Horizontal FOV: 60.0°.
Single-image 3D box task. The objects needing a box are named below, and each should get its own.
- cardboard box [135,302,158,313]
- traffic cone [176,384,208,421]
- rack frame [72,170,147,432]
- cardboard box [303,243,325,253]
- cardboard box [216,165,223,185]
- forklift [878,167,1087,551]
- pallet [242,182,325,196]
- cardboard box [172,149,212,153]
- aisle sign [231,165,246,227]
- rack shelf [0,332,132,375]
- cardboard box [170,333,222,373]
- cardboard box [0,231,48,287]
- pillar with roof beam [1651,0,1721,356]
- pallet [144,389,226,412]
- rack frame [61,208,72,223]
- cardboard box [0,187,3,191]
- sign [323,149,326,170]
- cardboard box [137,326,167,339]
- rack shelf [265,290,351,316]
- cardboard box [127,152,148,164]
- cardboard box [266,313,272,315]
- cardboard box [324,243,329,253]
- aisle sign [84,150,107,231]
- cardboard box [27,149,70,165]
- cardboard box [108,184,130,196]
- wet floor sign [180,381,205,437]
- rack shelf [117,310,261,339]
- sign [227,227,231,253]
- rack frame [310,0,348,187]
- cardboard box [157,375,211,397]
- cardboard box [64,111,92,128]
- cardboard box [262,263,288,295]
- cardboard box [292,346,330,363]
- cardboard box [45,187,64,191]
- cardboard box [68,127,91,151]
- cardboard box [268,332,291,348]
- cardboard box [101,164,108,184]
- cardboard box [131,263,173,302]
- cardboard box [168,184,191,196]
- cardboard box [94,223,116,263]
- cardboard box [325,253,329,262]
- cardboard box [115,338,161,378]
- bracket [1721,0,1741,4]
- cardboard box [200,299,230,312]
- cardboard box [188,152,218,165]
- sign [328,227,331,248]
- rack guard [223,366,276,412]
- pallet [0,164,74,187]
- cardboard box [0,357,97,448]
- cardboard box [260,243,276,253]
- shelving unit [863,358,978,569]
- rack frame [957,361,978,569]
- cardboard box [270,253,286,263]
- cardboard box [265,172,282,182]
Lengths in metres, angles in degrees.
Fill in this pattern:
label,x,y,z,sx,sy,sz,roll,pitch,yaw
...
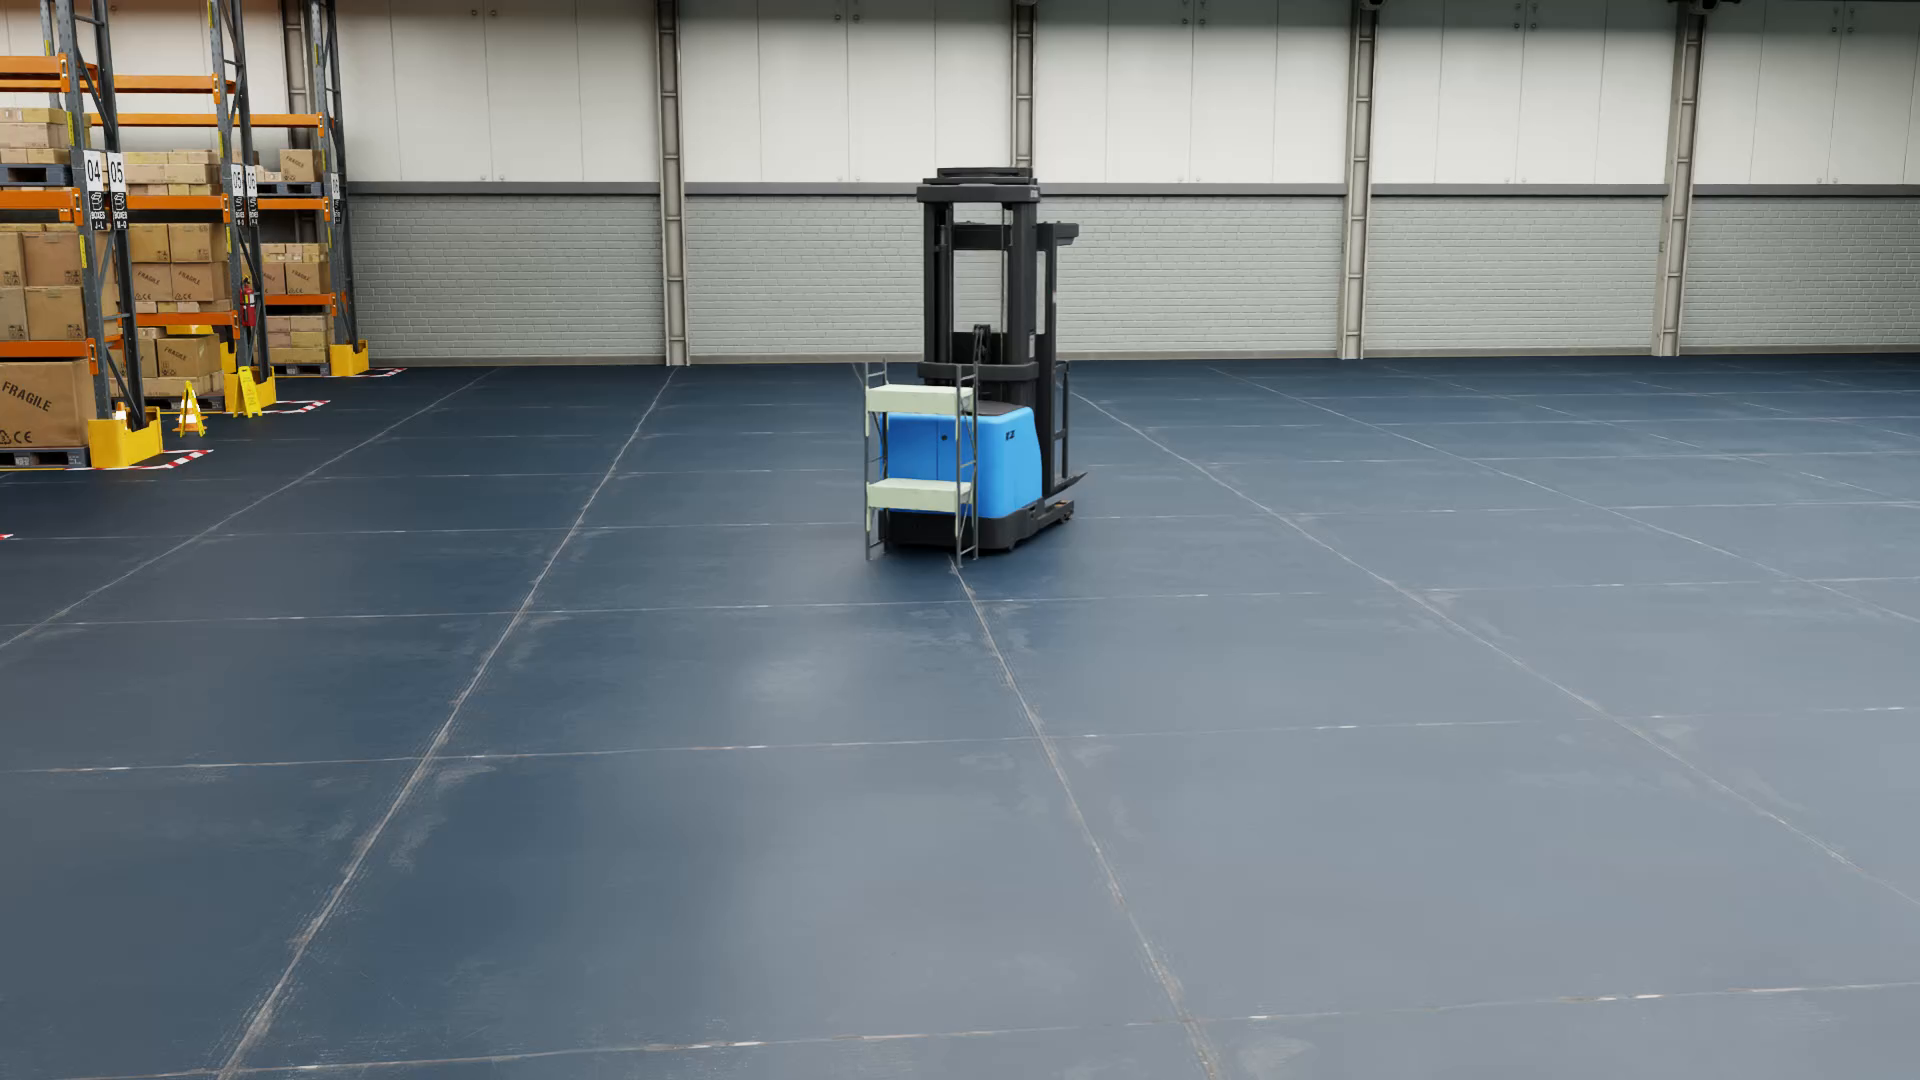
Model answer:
label,x,y,z,sx,sy,sz,roll,pitch,yaw
cardboard box,-10.613,-3.061,21.816,0.250,0.149,0.380,-1,11,-5
traffic cone,-9.803,-1.771,21.179,0.334,0.463,0.336,-1,11,-6
rack frame,-8.880,-2.325,17.420,0.127,3.000,1.000,-1,11,-6
cardboard box,-10.388,-4.690,26.735,0.250,0.149,0.380,-1,11,-6
cardboard box,-10.044,-4.857,22.141,0.500,0.250,0.500,-1,11,-7
forklift,0.340,-1.600,13.909,1.130,2.935,3.031,4,12,20
pallet,-10.760,-5.643,26.749,1.213,0.211,1.003,-1,11,-6
cardboard box,-12.083,-5.939,26.410,0.637,0.503,0.797,-1,11,-4
aisle sign,-9.422,-4.494,21.711,0.004,0.787,0.394,-1,11,-6
rack shelf,-10.868,-1.931,17.277,4.000,0.370,1.077,-1,11,-6
cardboard box,-10.370,-2.533,22.571,0.500,0.500,0.500,-2,11,-8
cardboard box,-9.790,-2.899,17.151,0.550,0.550,0.875,-1,11,-6
pillar with roof beam,13.480,-7.001,25.650,0.548,9.000,9.100,-1,11,-6
pallet,-10.402,-1.892,22.447,1.213,0.211,1.003,-1,11,-6
rack frame,-14.031,-4.141,26.656,0.127,3.000,1.000,-1,11,-6
cardboard box,-12.401,-4.516,21.438,0.250,0.149,0.380,-1,11,-4
sign,-10.010,-5.987,26.181,0.005,0.325,0.100,-1,11,-6
cardboard box,-10.641,-2.728,21.884,0.250,0.149,0.380,-1,11,-4
rack shelf,-12.043,-3.830,26.937,4.000,0.370,1.077,-1,11,-6
cardboard box,-10.589,-4.946,21.561,0.250,0.149,0.380,-1,11,-6
cardboard box,-11.548,-3.579,27.242,0.500,0.250,0.500,-1,11,-6
cardboard box,-10.412,-4.772,27.151,0.250,0.149,0.380,-1,11,-7
aisle sign,-8.777,-3.545,16.884,0.004,0.787,0.394,-1,11,-6
cardboard box,-9.174,-3.857,16.739,0.250,0.149,0.380,-1,11,-6
cardboard box,-10.853,-4.543,21.574,0.250,0.149,0.380,-1,11,-7
wet floor sign,-9.065,-1.550,19.582,0.232,0.644,0.267,-3,12,-16
rack shelf,-11.503,-2.878,22.095,4.000,0.370,1.077,-1,11,-6
sign,-9.475,-3.889,21.552,0.005,0.325,0.100,-1,11,-6
rack frame,-10.055,-7.168,26.501,0.127,3.000,1.000,-1,11,-6
cardboard box,-10.313,-2.060,22.112,0.500,0.250,0.500,-1,11,-6
cardboard box,-9.246,-4.374,17.303,0.250,0.149,0.380,-1,11,-5
cardboard box,-11.032,-4.204,26.716,0.500,0.500,0.500,-1,11,-4
cardboard box,-10.488,-3.011,26.946,0.500,0.250,0.500,-1,11,-6
cardboard box,-11.619,-4.529,21.505,0.250,0.149,0.380,-1,11,-6
cardboard box,-9.387,-4.164,17.265,0.500,0.250,0.500,-1,11,-6
cardboard box,-11.005,-3.248,26.857,0.500,0.250,0.500,-1,11,-7
cardboard box,-11.010,-4.732,21.505,0.500,0.250,0.500,-1,11,-4
cardboard box,-10.523,-3.394,21.825,0.500,0.500,0.500,-1,11,-6
cardboard box,-10.083,-4.548,21.604,0.250,0.149,0.380,-1,11,-6
cardboard box,-10.999,-3.866,21.635,0.500,0.500,0.700,-1,11,-7
cardboard box,-10.420,-4.634,27.224,0.250,0.149,0.380,-1,11,-8
cardboard box,-10.802,-2.419,21.992,0.500,0.500,0.500,-1,11,-4
bracket,13.466,-9.533,29.200,0.430,0.232,0.235,-1,11,-6
cardboard box,-9.864,-3.100,22.014,0.250,0.149,0.380,-1,11,-4
cardboard box,-9.819,-4.949,21.572,0.250,0.149,0.380,-1,11,-6
sign,-10.010,-4.804,26.414,0.005,0.325,0.100,-1,11,-6
rack guard,-9.590,-2.044,22.471,0.348,0.500,1.175,-1,11,-6
pallet,-9.616,-3.736,17.050,1.213,0.211,1.003,-1,11,-6
cardboard box,-9.547,-1.462,17.448,0.875,0.875,0.875,-1,11,-6
cardboard box,-11.143,-4.677,26.671,0.250,0.149,0.380,-1,11,-6
shelving unit,-0.290,-0.581,12.433,0.755,1.500,0.431,4,12,20
rack frame,0.054,-0.556,12.310,0.023,1.500,0.400,4,12,20
cardboard box,-10.885,-4.526,26.673,0.250,0.149,0.380,-1,11,-5
cardboard box,-10.846,-5.752,26.380,0.250,0.149,0.380,-2,11,-8
